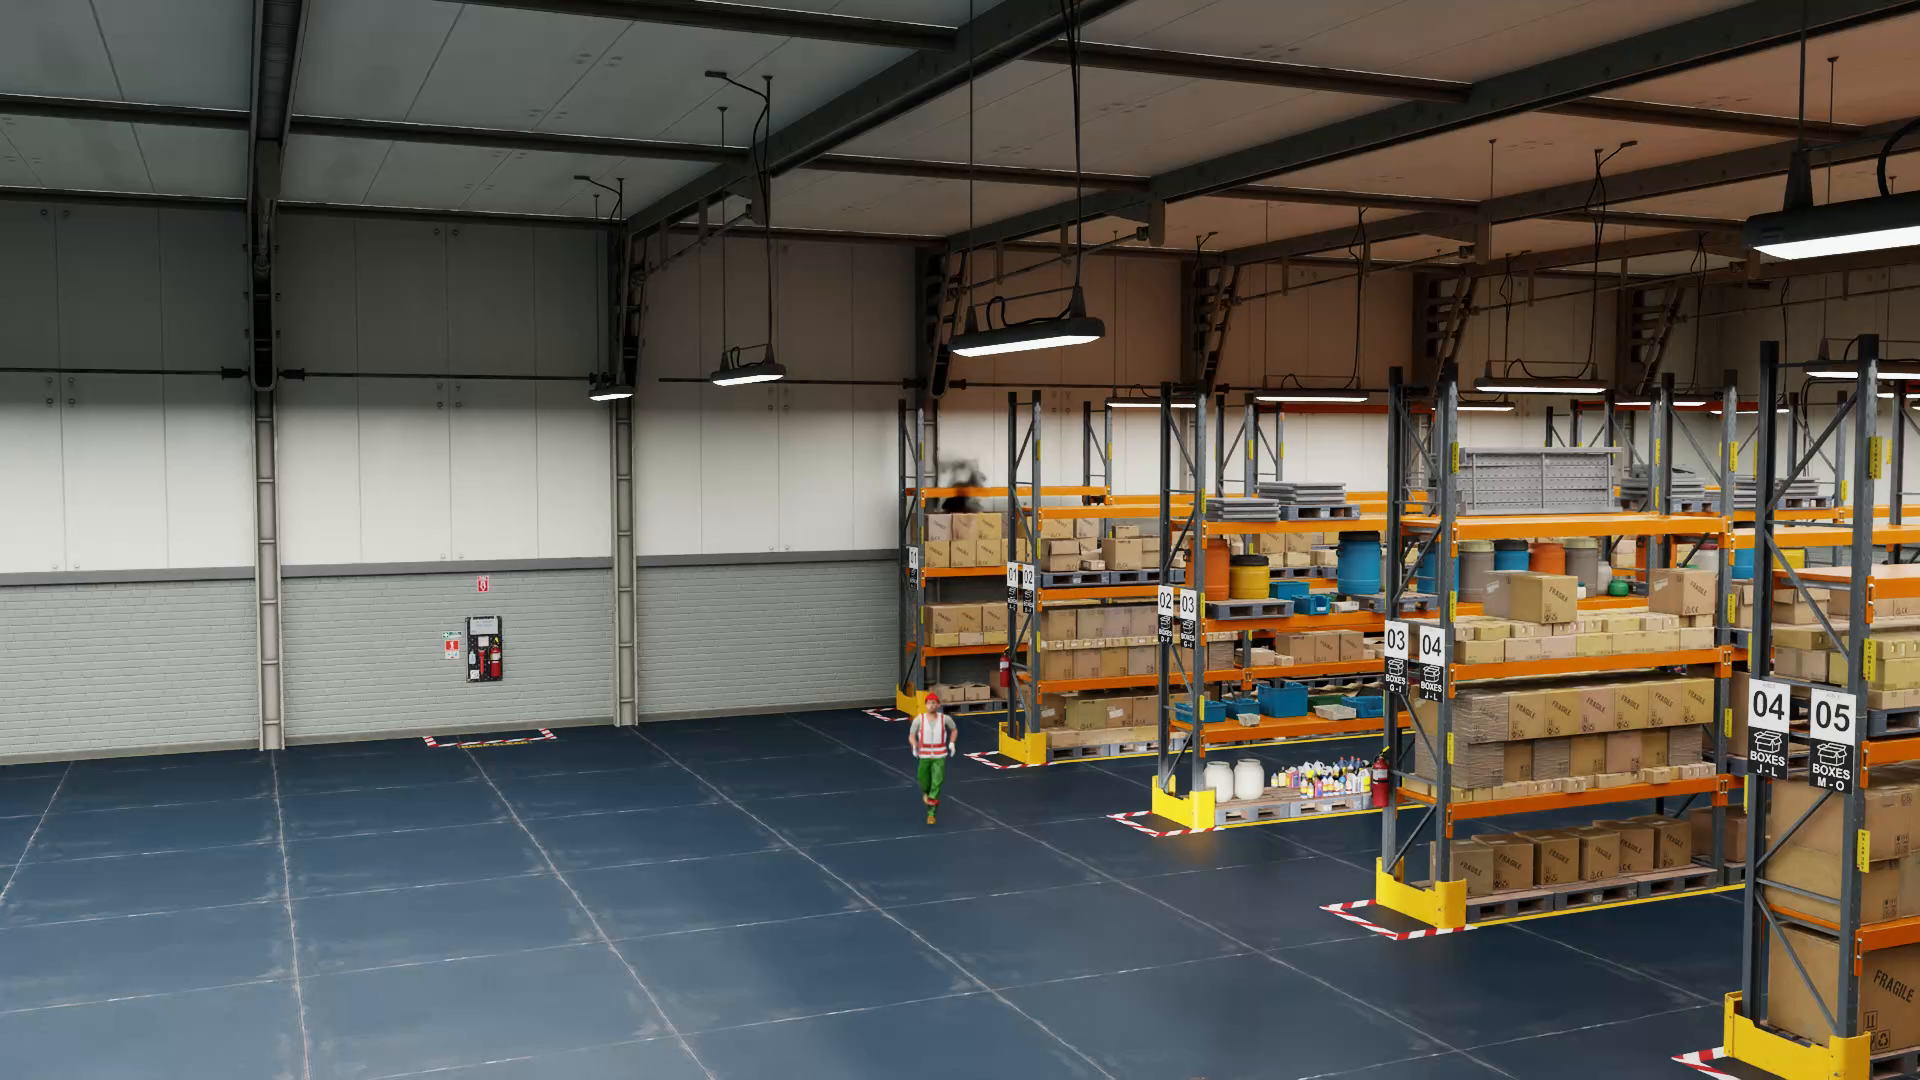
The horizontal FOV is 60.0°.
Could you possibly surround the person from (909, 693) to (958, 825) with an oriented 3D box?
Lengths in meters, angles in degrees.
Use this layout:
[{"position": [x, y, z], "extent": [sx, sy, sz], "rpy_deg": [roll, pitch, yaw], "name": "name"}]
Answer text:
[{"position": [-0.362, 2.968, 22.716], "extent": [0.669, 1.755, 0.866], "rpy_deg": [0, 3, 0], "name": "person"}]
